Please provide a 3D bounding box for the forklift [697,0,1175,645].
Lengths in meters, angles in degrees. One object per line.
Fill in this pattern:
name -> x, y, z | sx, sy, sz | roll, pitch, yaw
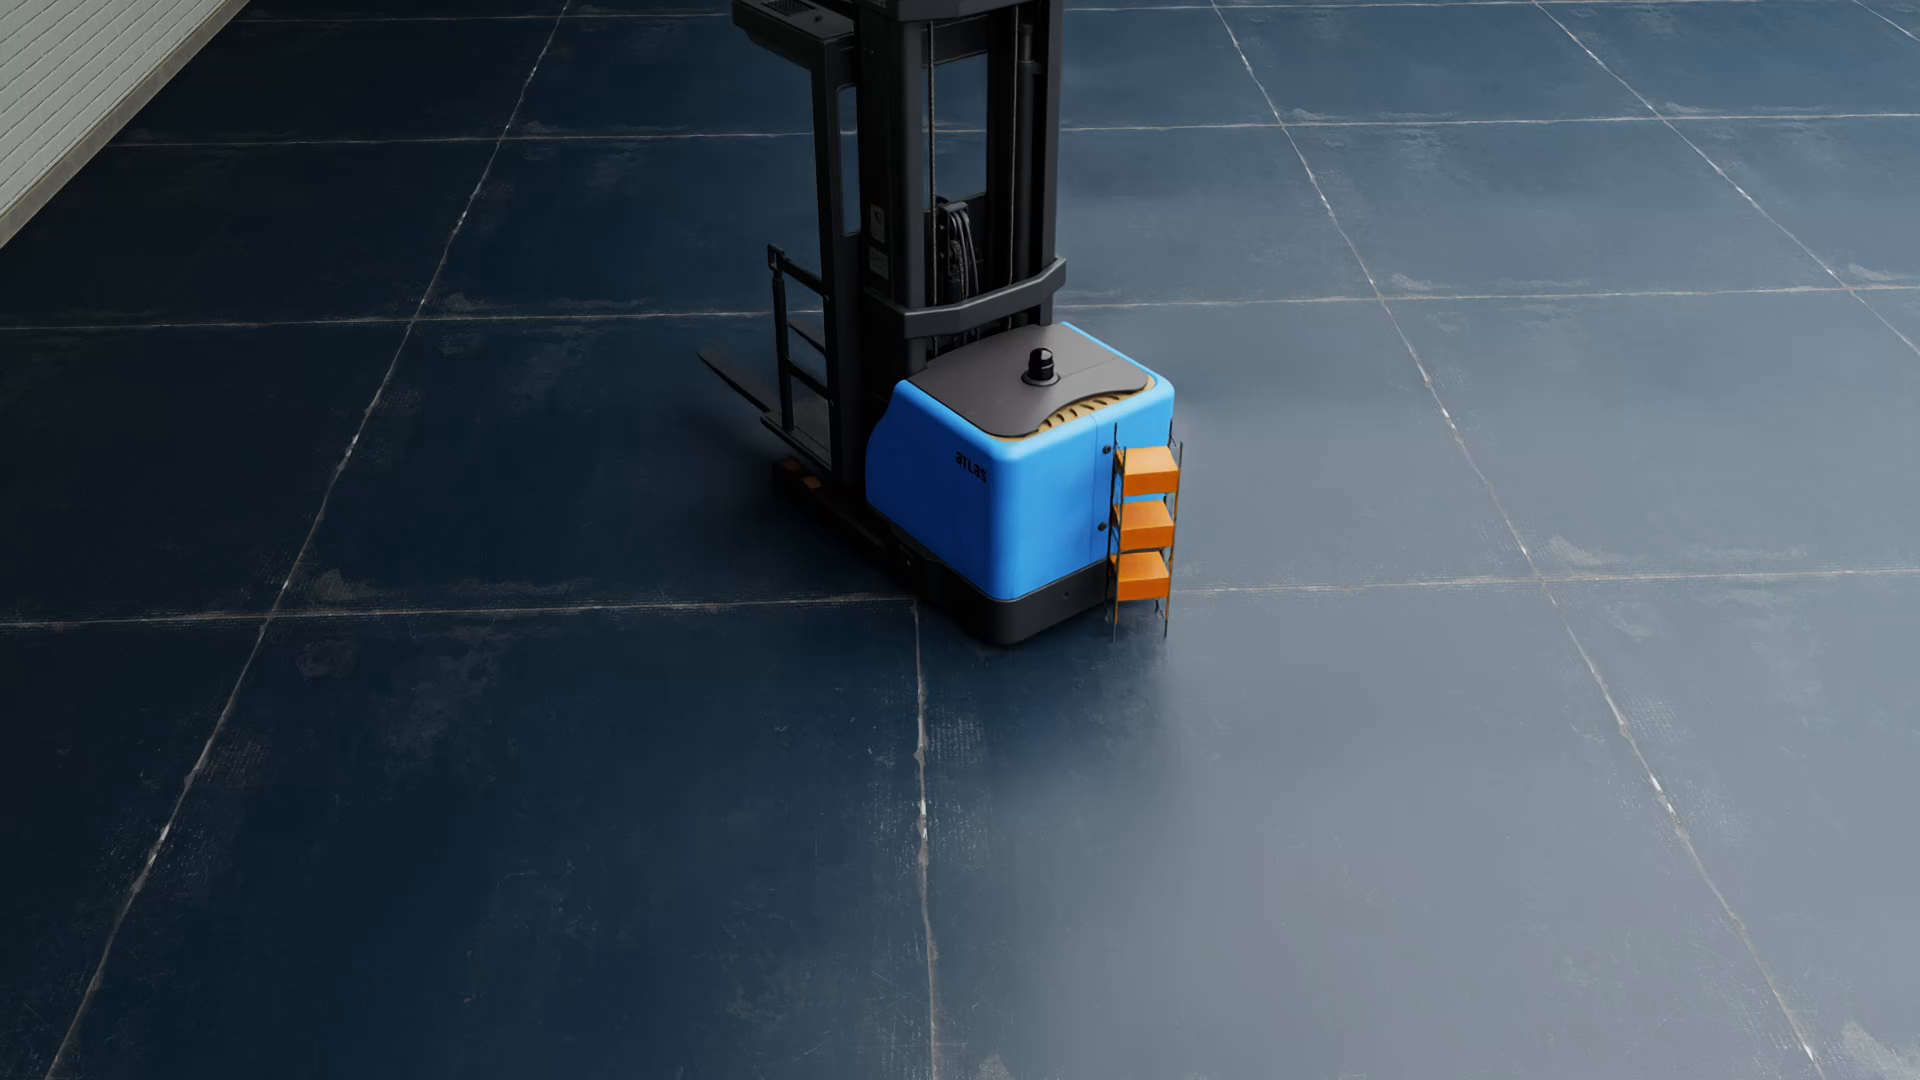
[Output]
forklift -> -0.315, -1.520, 7.871 | 1.130, 2.935, 3.031 | -23, 41, -30

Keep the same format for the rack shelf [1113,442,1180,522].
rack shelf -> 0.802, -0.252, 7.210 | 0.240, 0.259, 0.215 | -5, 35, -6

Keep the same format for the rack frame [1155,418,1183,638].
rack frame -> 0.925, -0.038, 7.380 | 0.008, 1.050, 0.200 | -5, 35, -6

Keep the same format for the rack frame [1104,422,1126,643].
rack frame -> 0.683, -0.018, 7.353 | 0.008, 1.050, 0.200 | -5, 35, -6

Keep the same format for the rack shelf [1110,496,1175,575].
rack shelf -> 0.804, -0.020, 7.373 | 0.240, 0.259, 0.215 | -5, 35, -6

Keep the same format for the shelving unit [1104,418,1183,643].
shelving unit -> 0.804, -0.028, 7.366 | 0.252, 1.050, 0.215 | -5, 35, -6

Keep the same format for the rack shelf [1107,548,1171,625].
rack shelf -> 0.805, 0.208, 7.532 | 0.240, 0.259, 0.215 | -5, 35, -6
